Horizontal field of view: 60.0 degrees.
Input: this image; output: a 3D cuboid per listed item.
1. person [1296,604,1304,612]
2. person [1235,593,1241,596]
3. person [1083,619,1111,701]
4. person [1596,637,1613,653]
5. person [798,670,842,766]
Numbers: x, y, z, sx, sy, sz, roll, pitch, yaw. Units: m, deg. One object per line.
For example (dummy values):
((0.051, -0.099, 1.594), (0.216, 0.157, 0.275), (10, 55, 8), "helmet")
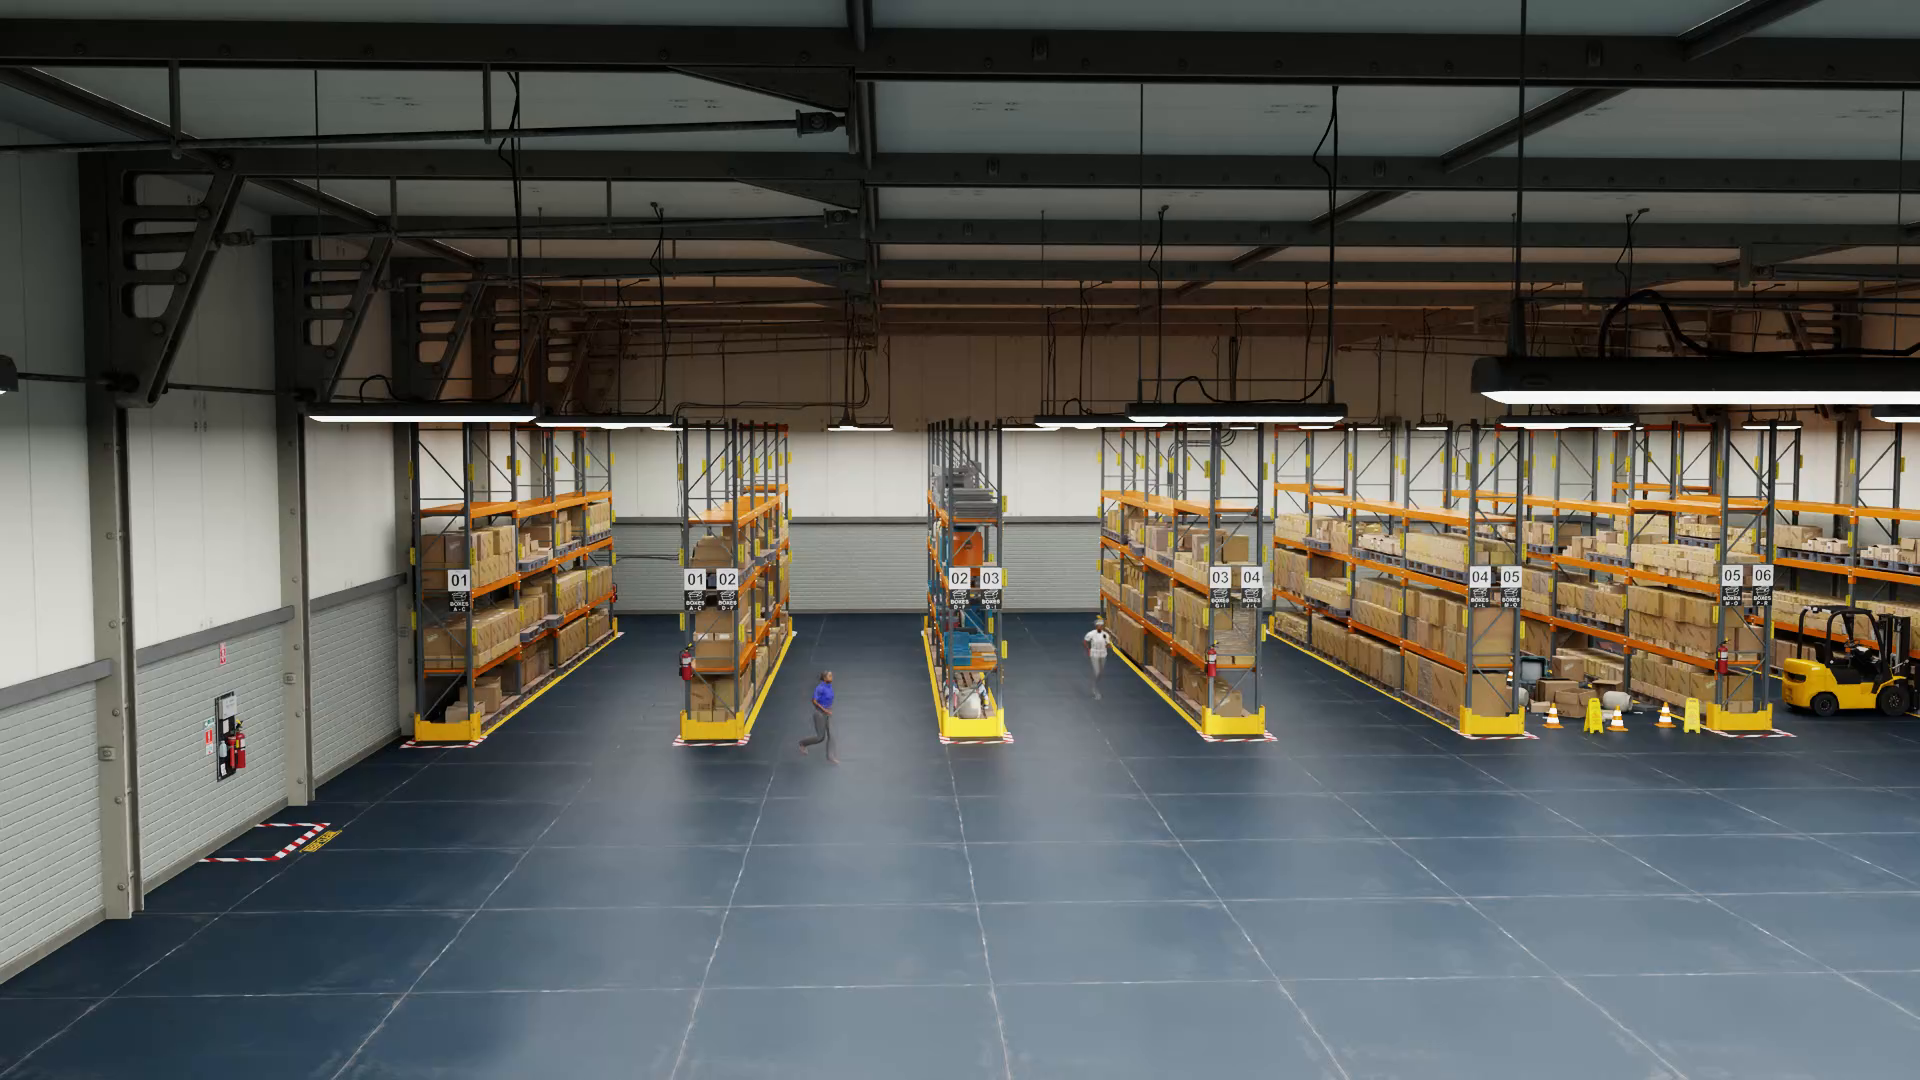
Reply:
((10.242, 1.765, 49.125), (0.579, 1.655, 0.926), (4, 5, 44), "person")
((8.008, 1.825, 48.102), (0.704, 1.613, 0.683), (-3, 5, -37), "person")
((2.996, 2.573, 36.039), (0.563, 1.756, 0.776), (-1, 4, -16), "person")
((16.310, 2.216, 41.918), (0.587, 1.627, 0.599), (0, 4, -2), "person")
((-2.414, 3.070, 28.910), (0.847, 1.645, 0.599), (1, 4, 21), "person")
